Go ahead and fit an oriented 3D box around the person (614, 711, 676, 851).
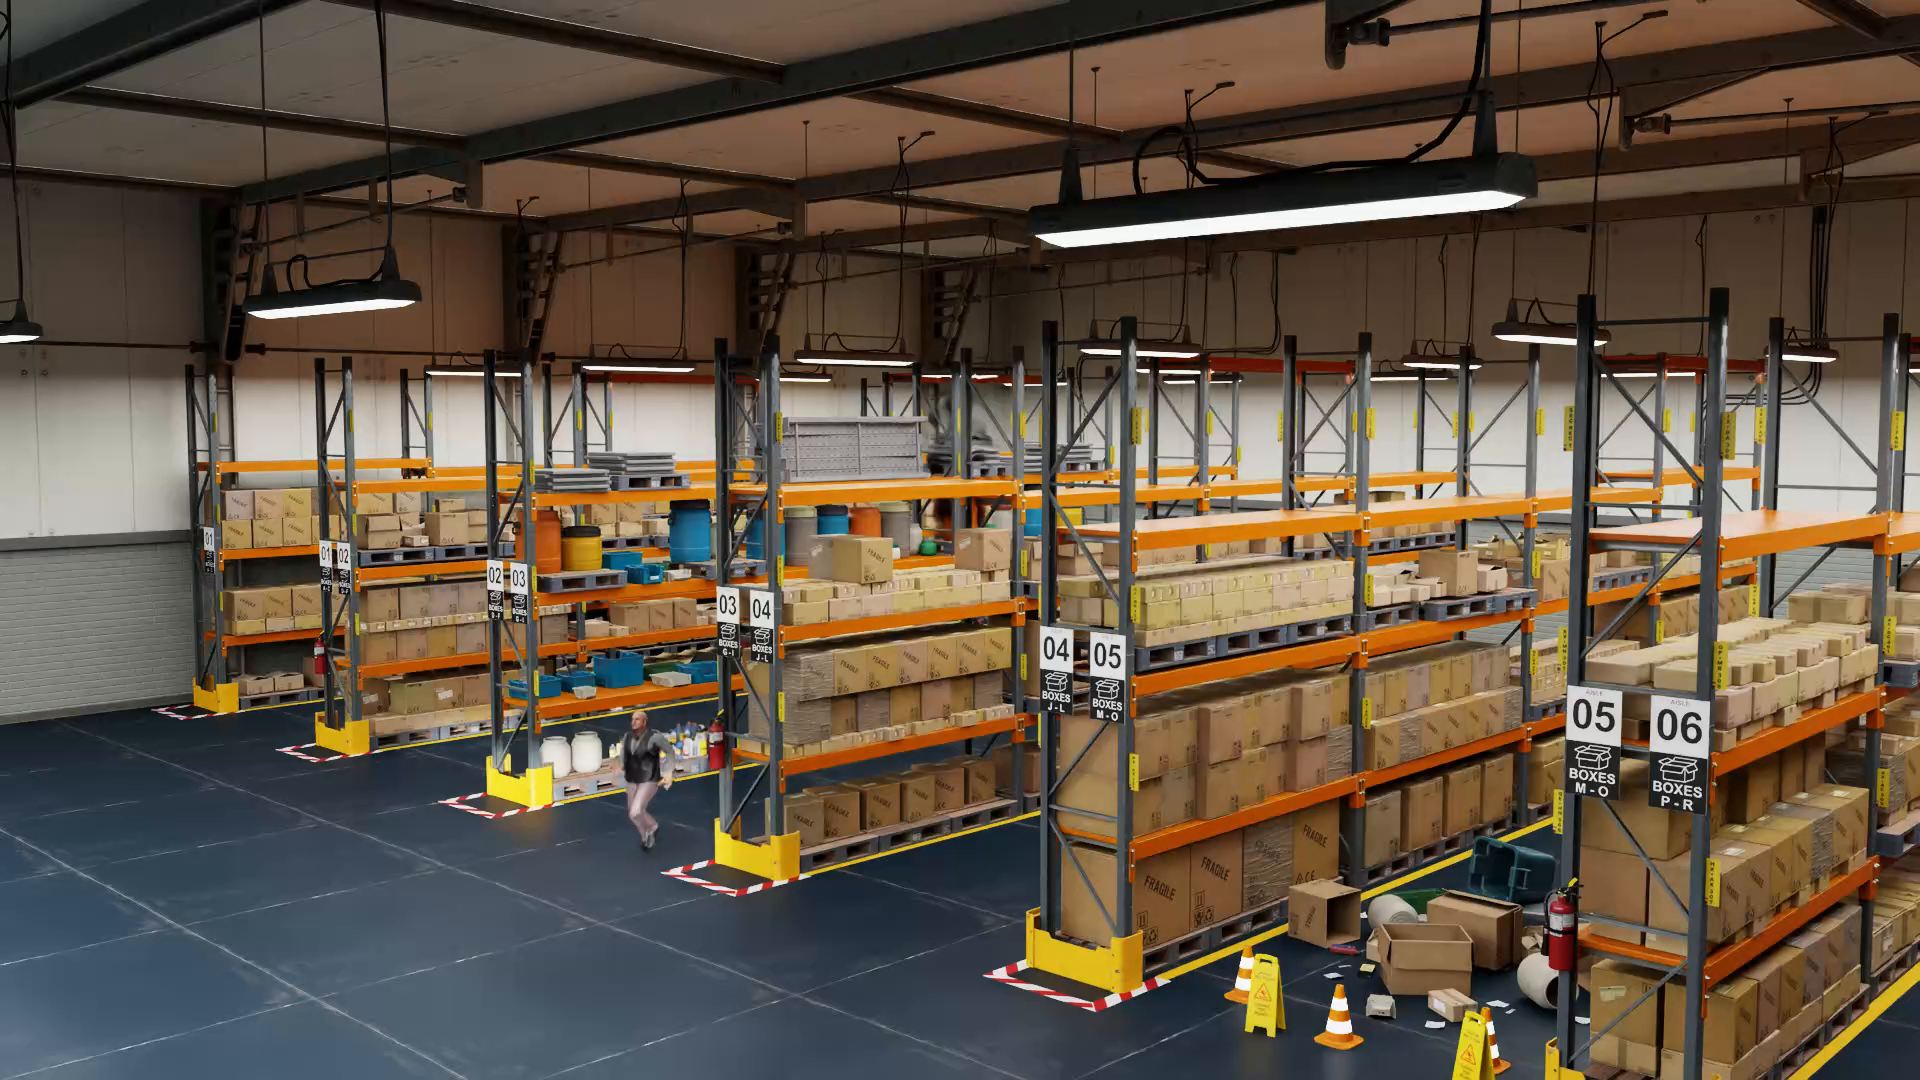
[{"bbox_3d":[-3.733,2.840,19.477,0.688,1.680,0.648,2,5,29],"label":"person"}]
